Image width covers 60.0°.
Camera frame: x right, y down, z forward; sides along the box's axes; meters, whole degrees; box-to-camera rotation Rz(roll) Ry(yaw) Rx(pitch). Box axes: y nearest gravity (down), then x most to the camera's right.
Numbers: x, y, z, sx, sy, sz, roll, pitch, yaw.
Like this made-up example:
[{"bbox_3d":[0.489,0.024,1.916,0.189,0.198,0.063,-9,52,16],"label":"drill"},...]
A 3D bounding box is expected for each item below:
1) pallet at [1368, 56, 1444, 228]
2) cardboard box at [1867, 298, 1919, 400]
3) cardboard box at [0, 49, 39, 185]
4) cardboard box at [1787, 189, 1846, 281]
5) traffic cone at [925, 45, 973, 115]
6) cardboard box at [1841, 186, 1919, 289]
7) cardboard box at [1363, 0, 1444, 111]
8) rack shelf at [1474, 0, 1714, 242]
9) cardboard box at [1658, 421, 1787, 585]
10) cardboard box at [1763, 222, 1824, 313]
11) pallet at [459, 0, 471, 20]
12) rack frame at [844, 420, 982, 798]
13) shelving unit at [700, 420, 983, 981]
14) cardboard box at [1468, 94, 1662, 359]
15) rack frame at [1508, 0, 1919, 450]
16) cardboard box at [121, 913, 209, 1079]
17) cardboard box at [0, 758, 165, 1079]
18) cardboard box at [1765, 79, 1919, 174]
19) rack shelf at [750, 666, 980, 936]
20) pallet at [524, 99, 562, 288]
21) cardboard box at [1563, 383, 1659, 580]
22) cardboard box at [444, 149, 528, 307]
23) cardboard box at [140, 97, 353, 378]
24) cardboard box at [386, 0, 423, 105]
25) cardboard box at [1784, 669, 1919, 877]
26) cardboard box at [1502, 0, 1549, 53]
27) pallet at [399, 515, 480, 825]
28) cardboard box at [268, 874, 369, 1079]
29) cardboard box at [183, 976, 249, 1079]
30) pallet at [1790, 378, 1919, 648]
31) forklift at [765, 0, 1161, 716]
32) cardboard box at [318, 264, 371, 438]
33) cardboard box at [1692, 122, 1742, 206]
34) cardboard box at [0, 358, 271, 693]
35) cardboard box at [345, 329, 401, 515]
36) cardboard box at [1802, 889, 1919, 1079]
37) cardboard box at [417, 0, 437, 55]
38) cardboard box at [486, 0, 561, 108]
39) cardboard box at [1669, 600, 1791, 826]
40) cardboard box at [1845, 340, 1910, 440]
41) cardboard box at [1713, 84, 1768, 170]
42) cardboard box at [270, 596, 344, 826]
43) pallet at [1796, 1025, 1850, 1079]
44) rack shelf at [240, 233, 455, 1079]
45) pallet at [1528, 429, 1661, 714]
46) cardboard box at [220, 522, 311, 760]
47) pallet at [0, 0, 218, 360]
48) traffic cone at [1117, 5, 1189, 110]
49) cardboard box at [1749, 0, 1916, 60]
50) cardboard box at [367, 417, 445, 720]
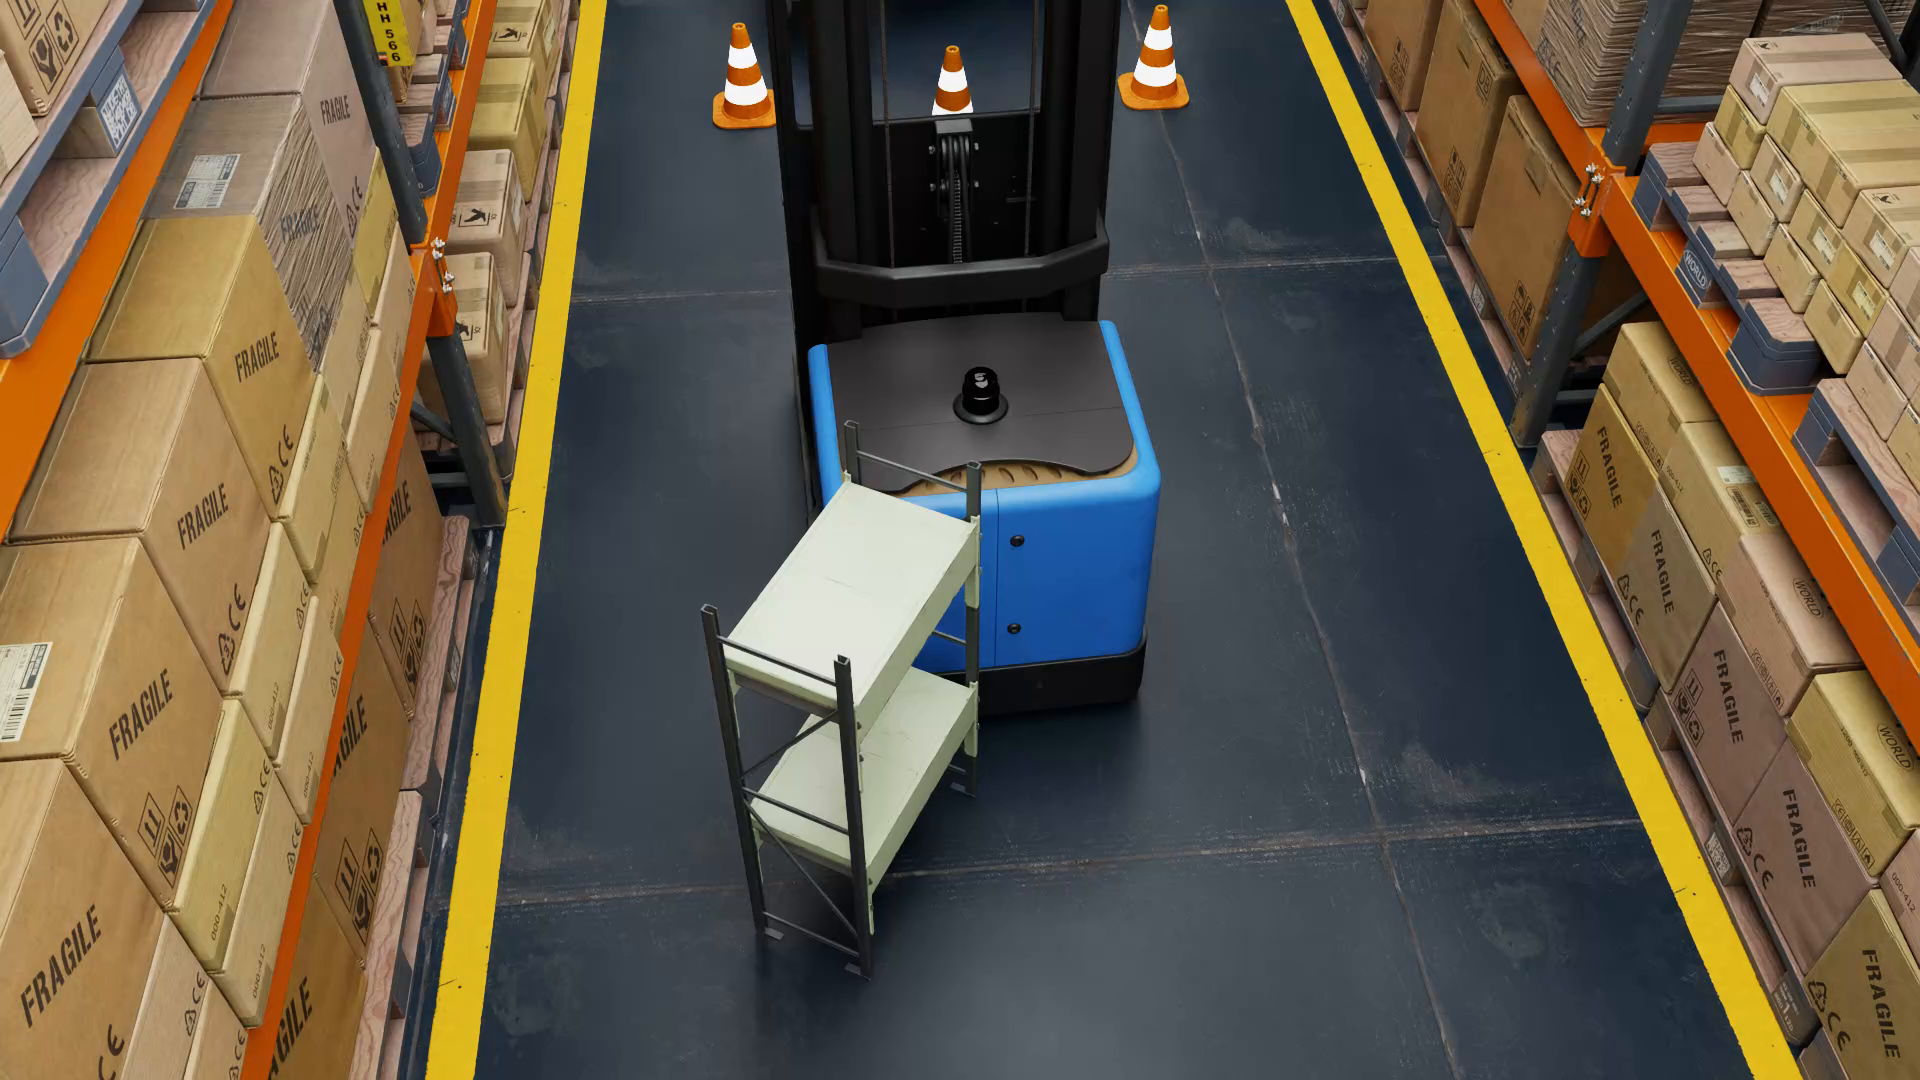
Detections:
[{"bbox_3d":[2.611,-1.960,7.961,1.003,0.211,1.213,-3,47,-3],"label":"pallet"},{"bbox_3d":[2.633,-0.510,4.346,0.380,0.149,0.250,-3,47,-3],"label":"cardboard box"},{"bbox_3d":[-1.692,-0.668,2.554,0.396,0.266,0.258,0,47,0],"label":"cardboard box"},{"bbox_3d":[2.592,-0.872,4.689,0.380,0.149,0.250,-5,47,-5],"label":"cardboard box"},{"bbox_3d":[-0.038,-2.150,7.967,0.336,0.463,0.334,-3,47,-3],"label":"traffic cone"},{"bbox_3d":[2.610,-0.816,4.431,0.380,0.149,0.250,-5,47,-5],"label":"cardboard box"},{"bbox_3d":[2.585,-2.586,7.893,1.050,0.750,0.750,-3,47,-3],"label":"cardboard box"},{"bbox_3d":[2.534,-2.663,7.201,1.077,0.370,4.000,-3,47,-3],"label":"rack shelf"},{"bbox_3d":[2.560,-0.125,5.219,0.500,0.250,0.500,-4,47,-4],"label":"cardboard box"},{"bbox_3d":[2.583,-0.796,4.821,0.380,0.149,0.250,-1,47,-1],"label":"cardboard box"},{"bbox_3d":[-2.430,-2.453,6.639,1.003,0.211,1.213,-3,47,-3],"label":"pallet"},{"bbox_3d":[-0.128,0.260,4.971,0.400,1.500,0.023,19,49,17],"label":"rack frame"},{"bbox_3d":[-0.286,0.500,4.744,0.431,1.500,0.755,19,49,17],"label":"shelving unit"},{"bbox_3d":[2.740,-1.280,6.656,1.050,0.750,0.750,-4,47,-4],"label":"cardboard box"},{"bbox_3d":[2.701,-1.463,5.570,1.000,3.000,0.127,-3,47,-3],"label":"rack frame"},{"bbox_3d":[-1.716,0.974,3.021,0.500,0.250,0.500,-3,47,-3],"label":"cardboard box"},{"bbox_3d":[-1.709,0.725,2.740,0.500,0.500,0.500,-4,47,-4],"label":"cardboard box"},{"bbox_3d":[2.572,-1.185,4.781,0.380,0.149,0.250,-5,47,-4],"label":"cardboard box"},{"bbox_3d":[-0.286,0.724,4.980,0.431,0.370,0.720,19,49,17],"label":"rack shelf"},{"bbox_3d":[-2.386,-1.576,7.597,1.003,0.211,1.213,-3,47,-3],"label":"pallet"},{"bbox_3d":[2.506,-0.221,5.825,0.500,0.500,0.500,-5,47,-5],"label":"cardboard box"},{"bbox_3d":[-2.330,-1.273,6.910,0.950,0.372,0.625,-4,47,-4],"label":"cardboard box"},{"bbox_3d":[-1.868,-0.738,4.126,0.500,0.500,0.500,-3,47,-3],"label":"cardboard box"},{"bbox_3d":[-2.030,-1.710,5.240,0.500,0.500,0.500,-5,47,-4],"label":"cardboard box"},{"bbox_3d":[2.634,0.610,4.522,0.500,0.250,0.500,-5,47,-5],"label":"cardboard box"},{"bbox_3d":[2.356,-2.168,6.168,0.500,0.500,0.500,-3,47,-3],"label":"cardboard box"},{"bbox_3d":[-2.232,0.445,5.683,1.003,0.211,1.213,-3,47,-3],"label":"pallet"},{"bbox_3d":[-2.103,1.294,4.132,0.875,0.875,0.875,-2,47,-2],"label":"cardboard box"},{"bbox_3d":[-1.707,1.148,3.200,0.500,0.250,0.500,-5,47,-4],"label":"cardboard box"},{"bbox_3d":[2.908,0.033,4.285,1.003,0.211,1.213,-3,47,-3],"label":"pallet"},{"bbox_3d":[-0.082,-1.461,5.615,1.130,2.935,3.031,-5,47,-5],"label":"forklift"},{"bbox_3d":[-1.883,-0.504,4.420,0.500,0.250,0.500,-5,47,-4],"label":"cardboard box"},{"bbox_3d":[2.538,-1.185,5.190,0.380,0.149,0.250,-4,47,-4],"label":"cardboard box"},{"bbox_3d":[-1.798,-0.012,3.438,0.500,0.500,0.500,-4,47,-4],"label":"cardboard box"},{"bbox_3d":[-1.863,-0.319,4.589,0.500,0.250,0.500,-3,47,-3],"label":"cardboard box"},{"bbox_3d":[2.680,1.255,4.428,0.500,0.500,0.500,-4,47,-4],"label":"cardboard box"},{"bbox_3d":[-2.032,-1.801,5.773,0.380,0.149,0.250,-6,47,-6],"label":"cardboard box"},{"bbox_3d":[-2.448,-2.325,7.906,0.950,0.372,0.625,-1,47,-1],"label":"cardboard box"},{"bbox_3d":[2.599,0.514,5.130,0.500,0.500,0.500,-5,47,-4],"label":"cardboard box"},{"bbox_3d":[2.632,-0.408,4.454,0.380,0.149,0.250,-2,47,-2],"label":"cardboard box"},{"bbox_3d":[2.542,-1.262,5.058,0.380,0.149,0.250,-2,47,-2],"label":"cardboard box"},{"bbox_3d":[-1.766,0.414,3.895,0.500,0.250,0.500,-4,47,-4],"label":"cardboard box"},{"bbox_3d":[2.969,1.827,4.375,1.003,0.211,1.213,-3,47,-3],"label":"pallet"},{"bbox_3d":[-2.056,0.605,4.106,1.077,0.370,4.000,-3,47,-3],"label":"rack shelf"},{"bbox_3d":[2.765,0.061,6.047,1.003,0.211,1.213,-3,47,-3],"label":"pallet"},{"bbox_3d":[-1.776,0.241,3.715,0.500,0.250,0.500,-5,47,-4],"label":"cardboard box"},{"bbox_3d":[-2.020,-0.784,2.991,1.003,0.211,1.213,-2,47,-1],"label":"pallet"},{"bbox_3d":[0.974,-2.423,8.226,0.336,0.463,0.334,-3,47,-3],"label":"traffic cone"},{"bbox_3d":[2.933,-1.839,5.857,0.500,0.500,0.500,-3,47,-3],"label":"cardboard box"},{"bbox_3d":[-2.248,0.002,5.356,0.875,0.875,0.875,-4,47,-4],"label":"cardboard box"}]
